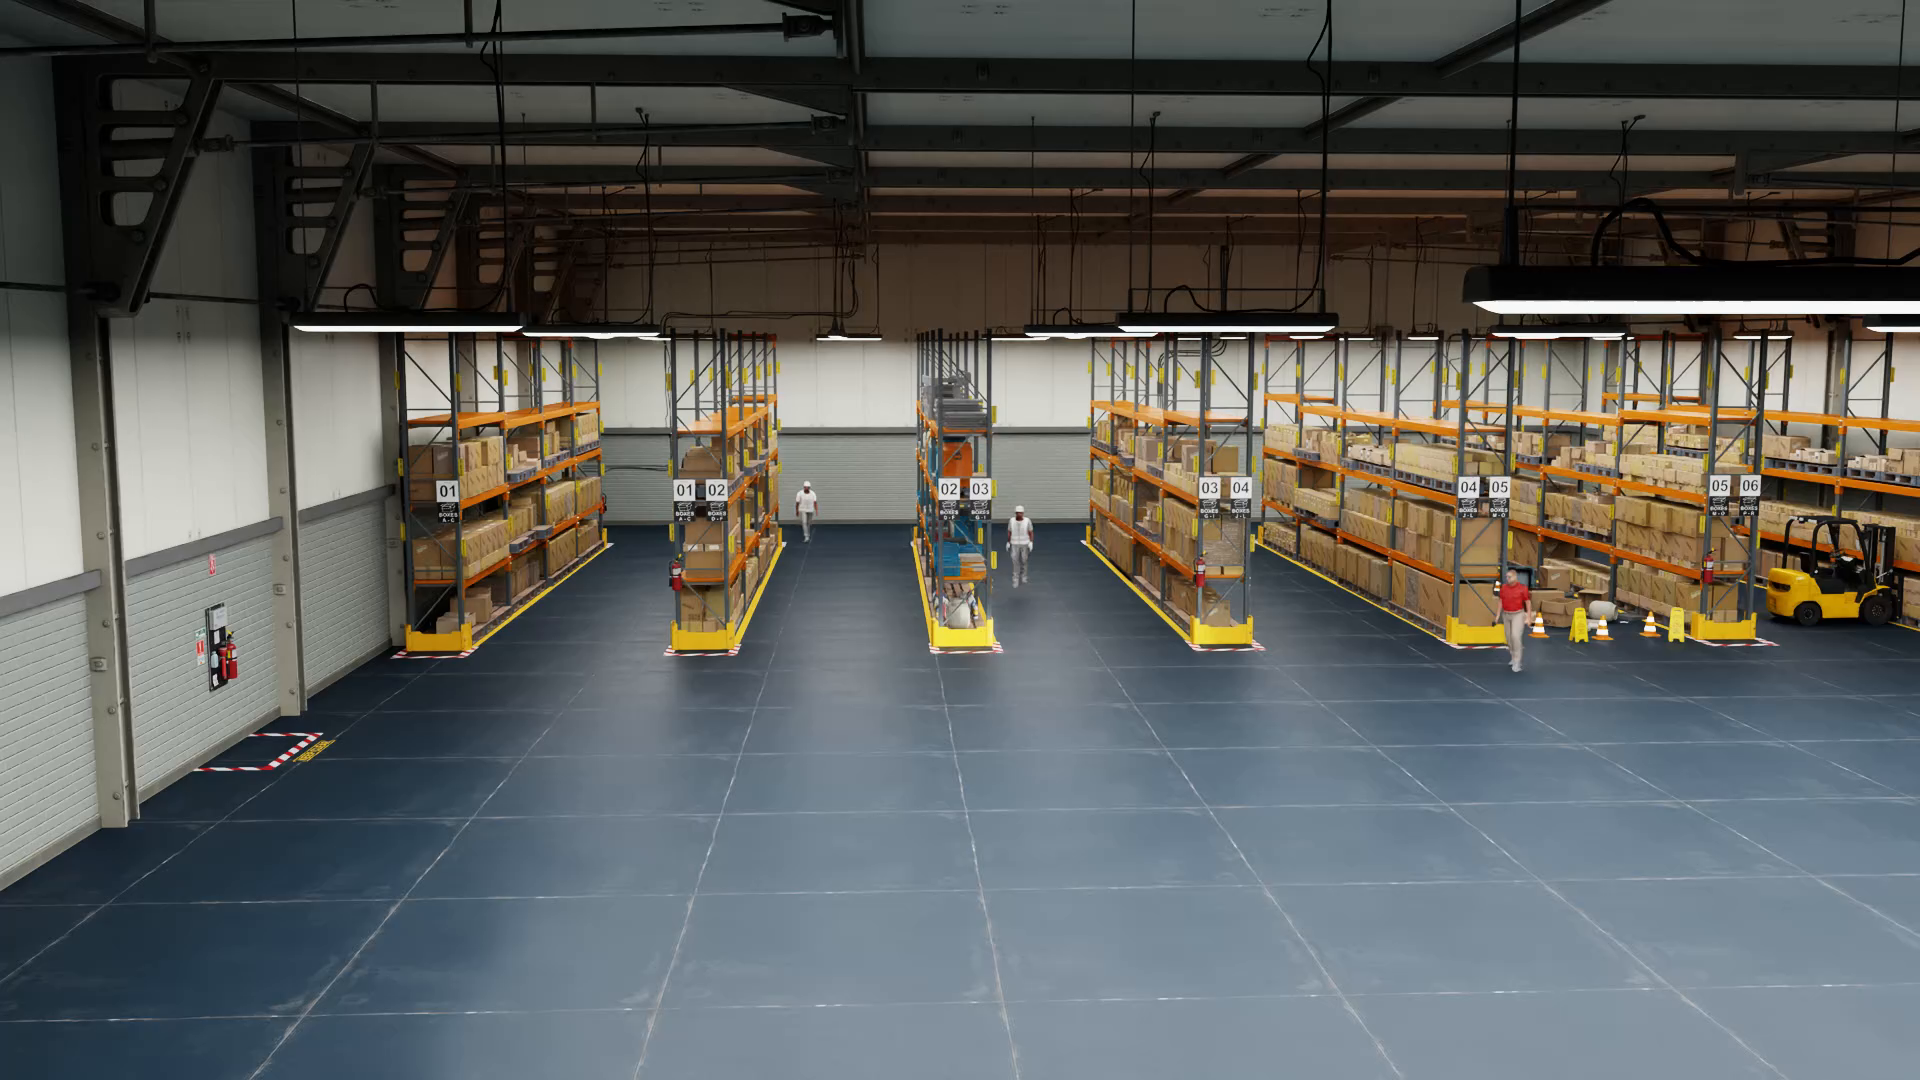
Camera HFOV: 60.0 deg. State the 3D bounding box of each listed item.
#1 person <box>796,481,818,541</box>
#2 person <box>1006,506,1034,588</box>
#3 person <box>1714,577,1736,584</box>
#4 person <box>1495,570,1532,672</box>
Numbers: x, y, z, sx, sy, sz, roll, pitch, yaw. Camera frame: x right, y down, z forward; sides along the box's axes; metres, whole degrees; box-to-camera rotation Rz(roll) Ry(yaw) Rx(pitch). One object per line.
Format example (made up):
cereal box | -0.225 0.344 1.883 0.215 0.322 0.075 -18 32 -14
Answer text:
person | -4.461 -0.859 48.455 0.603 1.699 1.113 -2 7 -19
person | 1.349 0.135 37.541 0.631 1.831 0.588 1 7 10
person | 16.808 0.617 36.375 0.513 1.765 0.613 -1 7 -8
person | 9.809 1.400 29.519 0.682 1.734 0.651 -5 8 -37
